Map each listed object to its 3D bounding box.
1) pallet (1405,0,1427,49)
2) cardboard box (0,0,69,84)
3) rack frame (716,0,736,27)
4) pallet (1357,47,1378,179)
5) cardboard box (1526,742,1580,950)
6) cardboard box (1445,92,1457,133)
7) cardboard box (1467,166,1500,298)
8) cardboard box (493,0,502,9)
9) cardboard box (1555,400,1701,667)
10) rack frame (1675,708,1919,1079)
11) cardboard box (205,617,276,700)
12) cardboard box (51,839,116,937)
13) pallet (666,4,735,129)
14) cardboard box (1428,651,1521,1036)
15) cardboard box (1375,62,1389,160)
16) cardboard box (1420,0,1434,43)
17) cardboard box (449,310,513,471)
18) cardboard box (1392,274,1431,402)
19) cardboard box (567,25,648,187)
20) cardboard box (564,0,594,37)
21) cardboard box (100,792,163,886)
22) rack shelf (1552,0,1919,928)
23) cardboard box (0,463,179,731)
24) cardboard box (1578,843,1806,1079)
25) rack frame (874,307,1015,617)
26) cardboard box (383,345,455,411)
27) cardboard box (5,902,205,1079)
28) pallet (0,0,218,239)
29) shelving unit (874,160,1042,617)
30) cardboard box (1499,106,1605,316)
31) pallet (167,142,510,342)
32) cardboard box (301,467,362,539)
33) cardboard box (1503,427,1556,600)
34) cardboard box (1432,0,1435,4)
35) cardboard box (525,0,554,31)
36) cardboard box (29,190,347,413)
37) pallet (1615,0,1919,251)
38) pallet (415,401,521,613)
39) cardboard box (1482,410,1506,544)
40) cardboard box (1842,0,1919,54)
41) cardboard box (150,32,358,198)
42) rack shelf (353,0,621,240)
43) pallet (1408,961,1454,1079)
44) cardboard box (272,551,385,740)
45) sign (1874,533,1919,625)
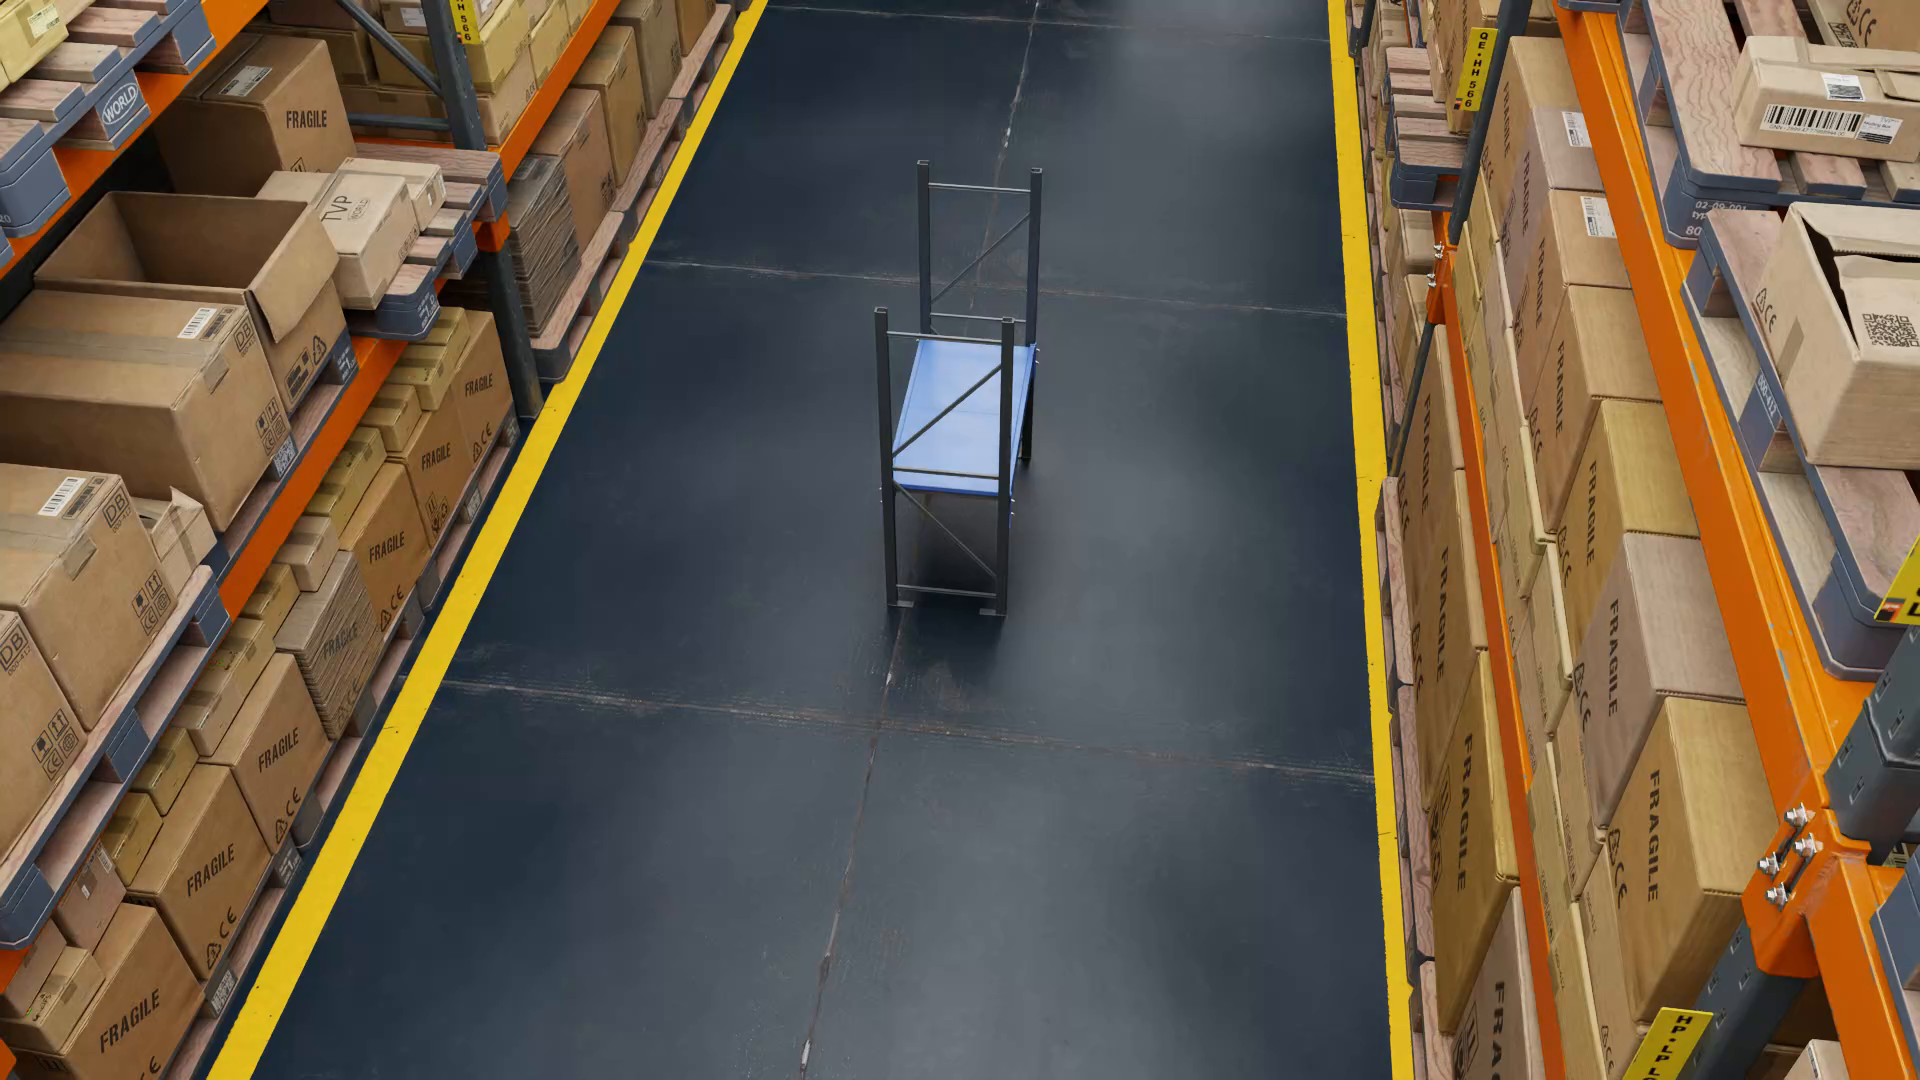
[{"bbox_3d":[2.655,-2.574,7.926,1.003,0.211,1.213,5,44,6],"label":"pallet"},{"bbox_3d":[-2.406,-1.236,3.997,0.380,0.149,0.250,6,44,7],"label":"cardboard box"},{"bbox_3d":[-1.957,-4.465,9.784,1.000,3.000,0.127,5,44,6],"label":"rack frame"},{"bbox_3d":[2.862,-2.474,9.709,1.003,0.211,1.213,5,44,6],"label":"pallet"},{"bbox_3d":[1.783,0.814,4.318,0.500,0.250,0.500,5,44,5],"label":"cardboard box"},{"bbox_3d":[2.208,-1.786,6.832,0.380,0.149,0.250,6,44,6],"label":"cardboard box"},{"bbox_3d":[2.123,-1.095,5.970,0.500,0.250,0.500,5,44,5],"label":"cardboard box"},{"bbox_3d":[-2.118,-2.384,7.041,0.380,0.149,0.250,6,44,6],"label":"cardboard box"},{"bbox_3d":[1.863,0.012,4.256,0.500,0.500,0.500,6,44,7],"label":"cardboard box"},{"bbox_3d":[1.906,1.435,3.552,1.000,3.000,0.127,5,44,6],"label":"rack frame"},{"bbox_3d":[-2.593,0.390,5.697,0.380,0.149,0.250,7,44,7],"label":"cardboard box"},{"bbox_3d":[-2.717,0.997,4.840,0.380,0.149,0.250,3,44,3],"label":"cardboard box"},{"bbox_3d":[-2.016,-2.947,10.209,1.003,0.211,1.213,5,44,6],"label":"pallet"},{"bbox_3d":[2.020,1.008,5.243,0.875,0.875,0.875,6,44,7],"label":"cardboard box"},{"bbox_3d":[2.805,-2.367,9.174,0.950,0.372,0.625,8,44,8],"label":"cardboard box"},{"bbox_3d":[2.261,-2.322,7.397,0.380,0.149,0.250,6,44,6],"label":"cardboard box"},{"bbox_3d":[-2.329,-0.676,7.295,0.500,0.500,0.500,6,44,7],"label":"cardboard box"},{"bbox_3d":[2.519,-0.873,7.596,0.950,0.372,0.625,3,43,3],"label":"cardboard box"},{"bbox_3d":[-2.223,-2.358,8.981,0.875,0.625,0.625,4,44,4],"label":"cardboard box"},{"bbox_3d":[-2.053,-2.659,7.986,0.500,0.250,0.500,4,44,4],"label":"cardboard box"},{"bbox_3d":[-2.721,0.914,5.144,0.380,0.149,0.250,3,44,3],"label":"cardboard box"},{"bbox_3d":[2.170,-0.756,4.208,1.077,0.370,4.000,5,44,6],"label":"rack shelf"},{"bbox_3d":[-2.661,0.136,4.547,0.700,0.500,0.500,6,44,6],"label":"cardboard box"},{"bbox_3d":[1.723,0.986,3.773,0.500,0.250,0.500,5,44,5],"label":"cardboard box"},{"bbox_3d":[-0.056,-0.256,6.430,0.500,1.500,0.032,5,44,6],"label":"rack frame"},{"bbox_3d":[-2.306,-0.671,6.818,0.380,0.149,0.250,3,44,3],"label":"cardboard box"},{"bbox_3d":[-2.728,1.433,5.068,0.500,0.500,0.500,7,44,7],"label":"cardboard box"},{"bbox_3d":[-2.725,-1.179,4.269,1.213,0.211,1.003,5,44,6],"label":"pallet"},{"bbox_3d":[0.011,-0.603,6.796,0.538,1.500,1.048,5,44,6],"label":"shelving unit"},{"bbox_3d":[2.071,-1.037,5.364,0.500,0.500,0.500,5,44,6],"label":"cardboard box"},{"bbox_3d":[-2.506,-1.201,6.477,1.213,0.211,1.003,5,44,6],"label":"pallet"},{"bbox_3d":[-2.497,-0.150,6.268,0.380,0.149,0.250,5,44,5],"label":"cardboard box"},{"bbox_3d":[1.895,-0.060,4.877,0.500,0.250,0.500,6,44,6],"label":"cardboard box"},{"bbox_3d":[2.342,-2.620,7.241,0.500,0.500,0.500,3,43,3],"label":"cardboard box"},{"bbox_3d":[-2.118,-2.488,7.441,0.500,0.250,0.500,7,44,7],"label":"cardboard box"},{"bbox_3d":[-2.519,-0.800,5.533,0.797,0.503,0.637,4,44,5],"label":"cardboard box"},{"bbox_3d":[2.257,-1.105,4.191,1.003,0.211,1.213,7,44,7],"label":"pallet"},{"bbox_3d":[-2.622,-0.221,7.330,1.003,0.211,1.213,5,44,6],"label":"pallet"},{"bbox_3d":[1.995,-0.217,5.407,0.500,0.250,0.500,7,44,7],"label":"cardboard box"},{"bbox_3d":[2.489,-1.341,3.925,0.500,0.500,0.500,6,44,6],"label":"cardboard box"},{"bbox_3d":[-2.709,-1.592,6.371,0.500,0.500,0.500,7,44,7],"label":"cardboard box"},{"bbox_3d":[-2.222,-2.841,8.592,1.077,0.370,4.000,5,44,6],"label":"rack shelf"},{"bbox_3d":[1.933,1.915,5.074,1.003,0.211,1.213,5,44,6],"label":"pallet"},{"bbox_3d":[-2.522,0.376,6.184,0.500,0.500,0.500,4,44,4],"label":"cardboard box"},{"bbox_3d":[1.366,0.001,2.280,0.100,0.325,0.005,5,44,6],"label":"sign"}]
